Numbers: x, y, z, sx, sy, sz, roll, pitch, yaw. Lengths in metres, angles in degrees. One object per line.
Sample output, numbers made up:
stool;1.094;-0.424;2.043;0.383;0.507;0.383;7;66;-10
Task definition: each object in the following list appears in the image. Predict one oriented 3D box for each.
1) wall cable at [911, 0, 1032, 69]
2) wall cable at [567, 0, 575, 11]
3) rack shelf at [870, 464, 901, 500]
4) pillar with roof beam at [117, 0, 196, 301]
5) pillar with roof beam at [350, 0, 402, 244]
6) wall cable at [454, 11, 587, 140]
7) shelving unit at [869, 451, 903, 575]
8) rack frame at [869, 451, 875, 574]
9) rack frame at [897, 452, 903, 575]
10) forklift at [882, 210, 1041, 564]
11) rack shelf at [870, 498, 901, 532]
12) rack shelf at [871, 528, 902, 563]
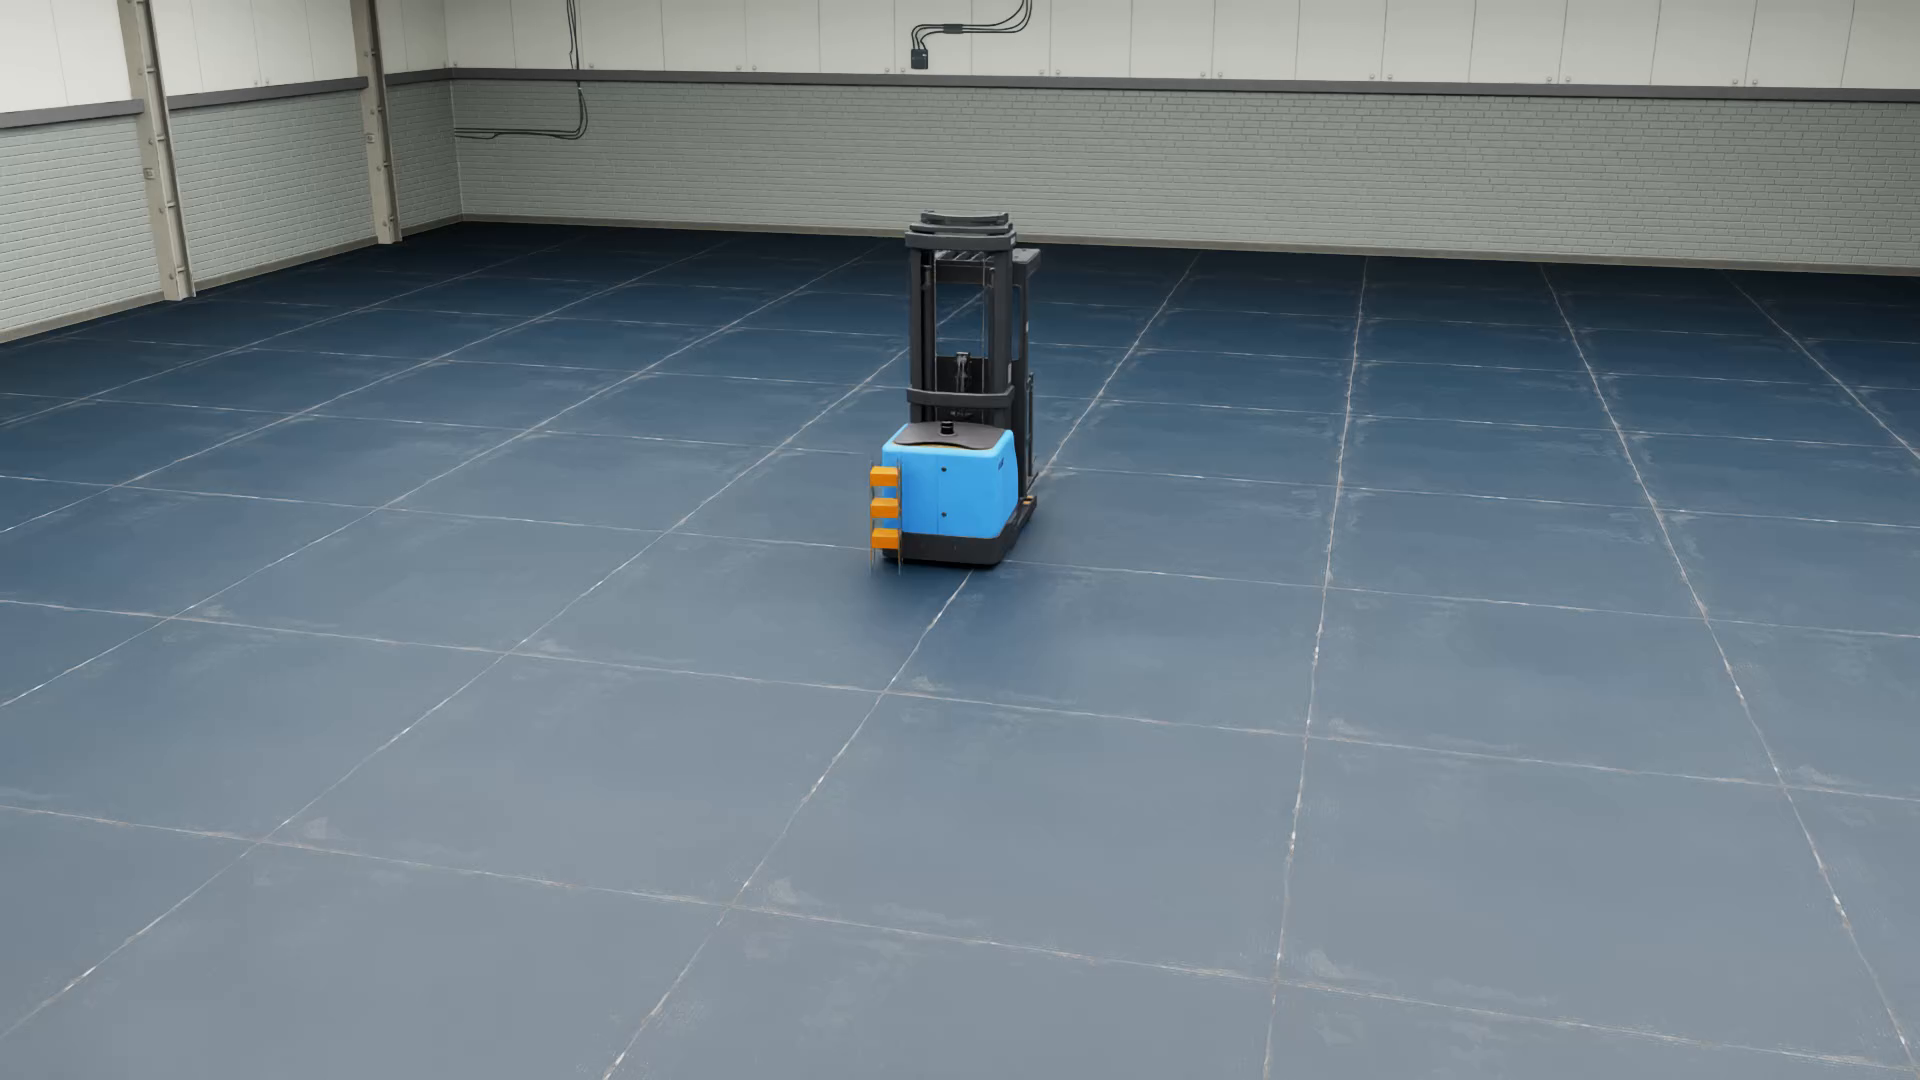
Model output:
wall cable;0.201;-11.680;30.261;2.305;6.003;0.169;5;19;13
wall cable;-6.377;-11.532;32.080;3.097;2.526;0.112;5;19;13
rack shelf;-0.636;-0.489;14.210;0.240;0.259;0.215;2;20;6
pillar with roof beam;-8.294;-7.785;24.121;9.100;9.000;0.400;5;19;13
pillar with roof beam;-6.828;-9.666;29.627;9.100;9.000;0.400;5;19;13
wall cable;-9.001;-9.355;33.522;3.097;2.526;0.112;5;19;13
shelving unit;-0.635;-0.232;14.301;0.252;1.050;0.215;2;20;6
rack frame;-0.757;-0.236;14.313;0.008;1.050;0.200;2;20;6
rack frame;-0.514;-0.228;14.289;0.008;1.050;0.200;2;20;6
forklift;0.129;-1.614;15.441;1.130;2.935;3.031;4;19;12
rack shelf;-0.635;-0.222;14.304;0.240;0.259;0.215;2;20;6
rack shelf;-0.635;0.040;14.397;0.240;0.259;0.215;2;20;6
